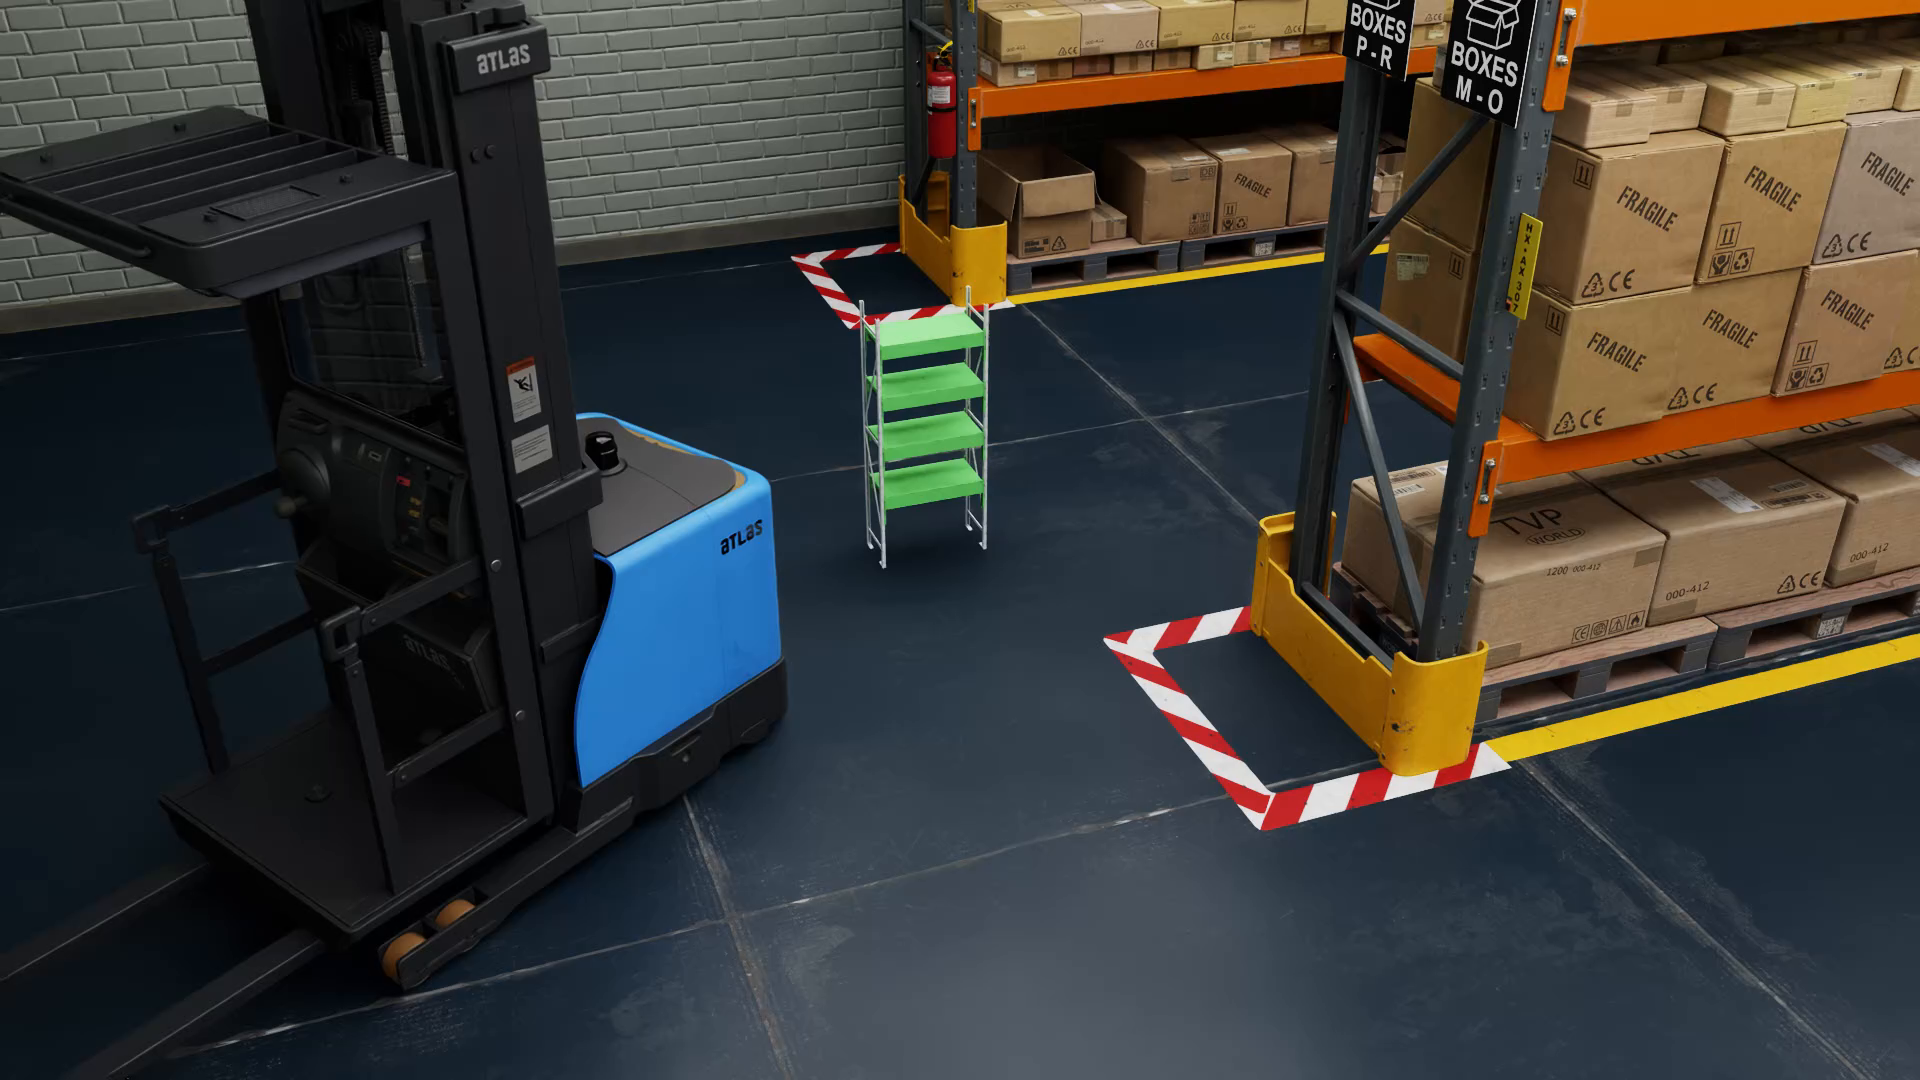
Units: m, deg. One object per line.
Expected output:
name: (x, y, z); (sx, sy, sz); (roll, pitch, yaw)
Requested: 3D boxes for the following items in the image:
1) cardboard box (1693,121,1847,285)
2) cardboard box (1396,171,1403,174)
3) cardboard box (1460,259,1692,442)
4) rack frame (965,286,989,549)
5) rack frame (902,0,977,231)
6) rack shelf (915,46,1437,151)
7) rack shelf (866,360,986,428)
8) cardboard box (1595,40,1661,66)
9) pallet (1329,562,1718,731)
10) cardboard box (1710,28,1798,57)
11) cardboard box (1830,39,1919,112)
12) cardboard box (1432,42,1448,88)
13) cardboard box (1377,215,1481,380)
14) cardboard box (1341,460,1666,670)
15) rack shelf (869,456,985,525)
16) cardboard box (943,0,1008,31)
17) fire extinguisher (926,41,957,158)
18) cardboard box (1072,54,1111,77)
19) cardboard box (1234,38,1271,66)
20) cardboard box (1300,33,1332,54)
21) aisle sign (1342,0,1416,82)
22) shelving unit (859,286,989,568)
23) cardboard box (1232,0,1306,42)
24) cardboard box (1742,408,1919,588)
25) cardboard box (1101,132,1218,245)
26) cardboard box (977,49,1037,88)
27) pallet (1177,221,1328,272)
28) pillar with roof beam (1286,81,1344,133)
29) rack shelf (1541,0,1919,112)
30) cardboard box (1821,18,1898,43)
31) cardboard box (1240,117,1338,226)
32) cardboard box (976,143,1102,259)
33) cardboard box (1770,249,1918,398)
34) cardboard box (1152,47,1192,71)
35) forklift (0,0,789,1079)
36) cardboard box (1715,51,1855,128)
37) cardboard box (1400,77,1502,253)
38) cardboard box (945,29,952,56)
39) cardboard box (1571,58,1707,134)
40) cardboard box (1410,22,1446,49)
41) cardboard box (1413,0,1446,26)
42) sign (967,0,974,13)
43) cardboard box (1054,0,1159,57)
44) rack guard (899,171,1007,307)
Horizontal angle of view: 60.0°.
cardboard box: (2.636, -1.237, 5.780); (0.500, 0.500, 0.500); (-11, 32, -19)
cardboard box: (3.200, -2.420, 11.423); (0.250, 0.149, 0.380); (-11, 32, -19)
cardboard box: (2.155, -0.709, 5.863); (0.500, 0.500, 0.500); (-11, 31, -18)
rack frame: (0.074, -0.535, 7.477); (0.015, 1.200, 0.240); (-10, 31, -18)
rack frame: (-0.130, -3.018, 10.018); (0.127, 3.000, 1.000); (-10, 31, -18)
rack shelf: (1.745, -3.051, 10.802); (4.000, 0.370, 1.077); (-10, 31, -18)
rack shelf: (-0.155, -0.646, 7.316); (0.480, 0.148, 0.258); (-10, 31, -18)
cardboard box: (2.313, -1.769, 6.059); (0.250, 0.149, 0.380); (-11, 31, -18)
pallet: (2.327, 0.321, 6.973); (1.213, 0.211, 1.003); (-10, 31, -18)
cardboard box: (2.834, -1.806, 6.123); (0.250, 0.149, 0.380); (-11, 31, -18)
cardboard box: (3.255, -1.626, 5.807); (0.250, 0.149, 0.380); (-10, 31, -17)
cardboard box: (1.871, -1.631, 5.816); (0.250, 0.149, 0.380); (-10, 31, -17)
cardboard box: (1.964, -0.965, 6.313); (0.500, 0.500, 0.500); (-10, 31, -17)
cardboard box: (2.188, 0.054, 6.788); (0.875, 0.438, 0.875); (-12, 32, -19)
rack shelf: (-0.155, -0.229, 7.553); (0.480, 0.148, 0.258); (-10, 31, -18)
cardboard box: (0.209, -3.285, 10.337); (0.500, 0.250, 0.500); (-10, 31, -16)
fire extinguisher: (-0.106, -2.583, 9.708); (0.183, 0.674, 0.296); (-10, 31, -18)
cardboard box: (0.731, -2.965, 10.179); (0.250, 0.149, 0.380); (-11, 31, -18)
cardboard box: (1.739, -3.093, 10.402); (0.250, 0.149, 0.380); (-10, 31, -16)
cardboard box: (2.171, -3.234, 10.650); (0.250, 0.149, 0.380); (-10, 31, -17)
aisle sign: (1.429, -1.977, 5.564); (0.004, 0.787, 0.394); (-10, 31, -18)
shelving unit: (-0.155, -0.493, 7.403); (0.503, 1.200, 0.258); (-10, 31, -18)
cardboard box: (1.808, -3.310, 10.381); (0.500, 0.250, 0.500); (-11, 32, -19)
cardboard box: (3.889, -0.262, 7.344); (0.875, 0.438, 0.875); (-11, 32, -19)
cardboard box: (1.291, -2.306, 10.868); (0.500, 0.500, 0.700); (-9, 31, -16)
cardboard box: (0.274, -2.839, 9.956); (0.250, 0.149, 0.380); (-11, 31, -18)
pallet: (1.830, -2.166, 11.340); (1.213, 0.211, 1.003); (-10, 31, -18)
pillar with roof beam: (4.154, -4.616, 6.762); (0.400, 9.000, 9.100); (-10, 31, -18)
rack shelf: (3.479, -2.052, 6.018); (4.000, 0.370, 1.077); (-10, 31, -18)
cardboard box: (3.301, -1.913, 6.311); (0.250, 0.149, 0.380); (-9, 31, -16)
cardboard box: (2.264, -2.485, 11.182); (0.500, 0.500, 0.700); (-12, 32, -19)
cardboard box: (0.477, -2.178, 10.640); (0.637, 0.503, 0.797); (-12, 32, -20)
cardboard box: (3.102, -0.889, 6.179); (0.500, 0.500, 0.500); (-11, 31, -18)
cardboard box: (1.236, -3.029, 10.290); (0.250, 0.149, 0.380); (-10, 31, -17)
forklift: (-1.962, -0.136, 5.028); (1.130, 2.935, 3.031); (21, 36, 32)
cardboard box: (2.779, -1.532, 5.643); (0.250, 0.149, 0.380); (-11, 32, -19)
cardboard box: (1.974, -1.388, 6.044); (0.500, 0.500, 0.500); (-9, 31, -16)
cardboard box: (0.087, -3.091, 10.399); (0.250, 0.149, 0.380); (-11, 31, -18)
cardboard box: (2.255, -1.487, 5.563); (0.250, 0.149, 0.380); (-10, 31, -16)
cardboard box: (2.937, -3.316, 10.794); (0.250, 0.149, 0.380); (-10, 31, -16)
cardboard box: (2.763, -3.478, 10.676); (0.500, 0.250, 0.500); (-10, 31, -17)
sign: (0.060, -3.143, 9.361); (0.005, 0.325, 0.100); (-10, 31, -18)
cardboard box: (0.862, -3.123, 10.052); (0.500, 0.250, 0.500); (-10, 31, -17)
rack guard: (-0.058, -1.945, 10.659); (0.348, 0.500, 1.175); (-10, 31, -18)
